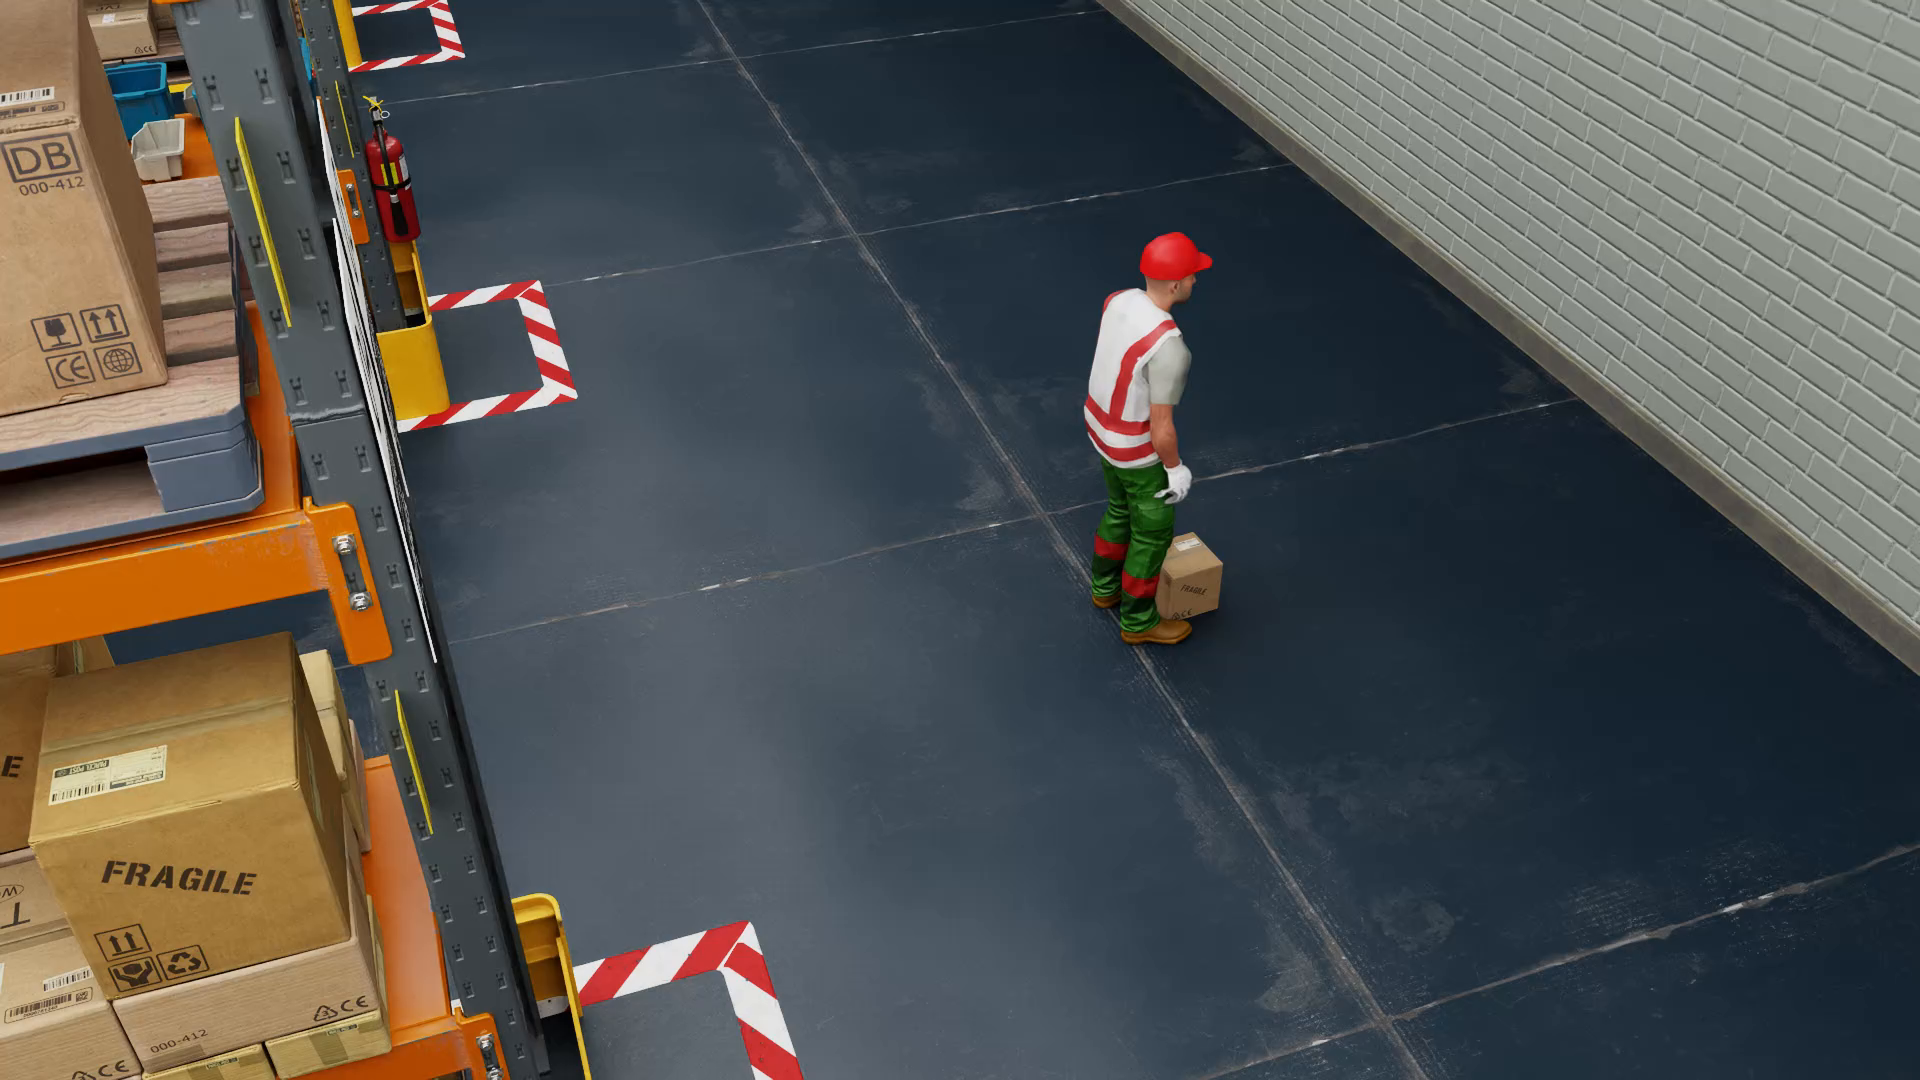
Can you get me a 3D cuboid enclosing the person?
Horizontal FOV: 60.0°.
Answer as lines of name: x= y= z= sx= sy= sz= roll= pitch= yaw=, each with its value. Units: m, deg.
person: x=0.739 y=-0.396 z=6.656 sx=0.448 sy=1.780 sz=0.610 roll=-12 pitch=39 yaw=-16
